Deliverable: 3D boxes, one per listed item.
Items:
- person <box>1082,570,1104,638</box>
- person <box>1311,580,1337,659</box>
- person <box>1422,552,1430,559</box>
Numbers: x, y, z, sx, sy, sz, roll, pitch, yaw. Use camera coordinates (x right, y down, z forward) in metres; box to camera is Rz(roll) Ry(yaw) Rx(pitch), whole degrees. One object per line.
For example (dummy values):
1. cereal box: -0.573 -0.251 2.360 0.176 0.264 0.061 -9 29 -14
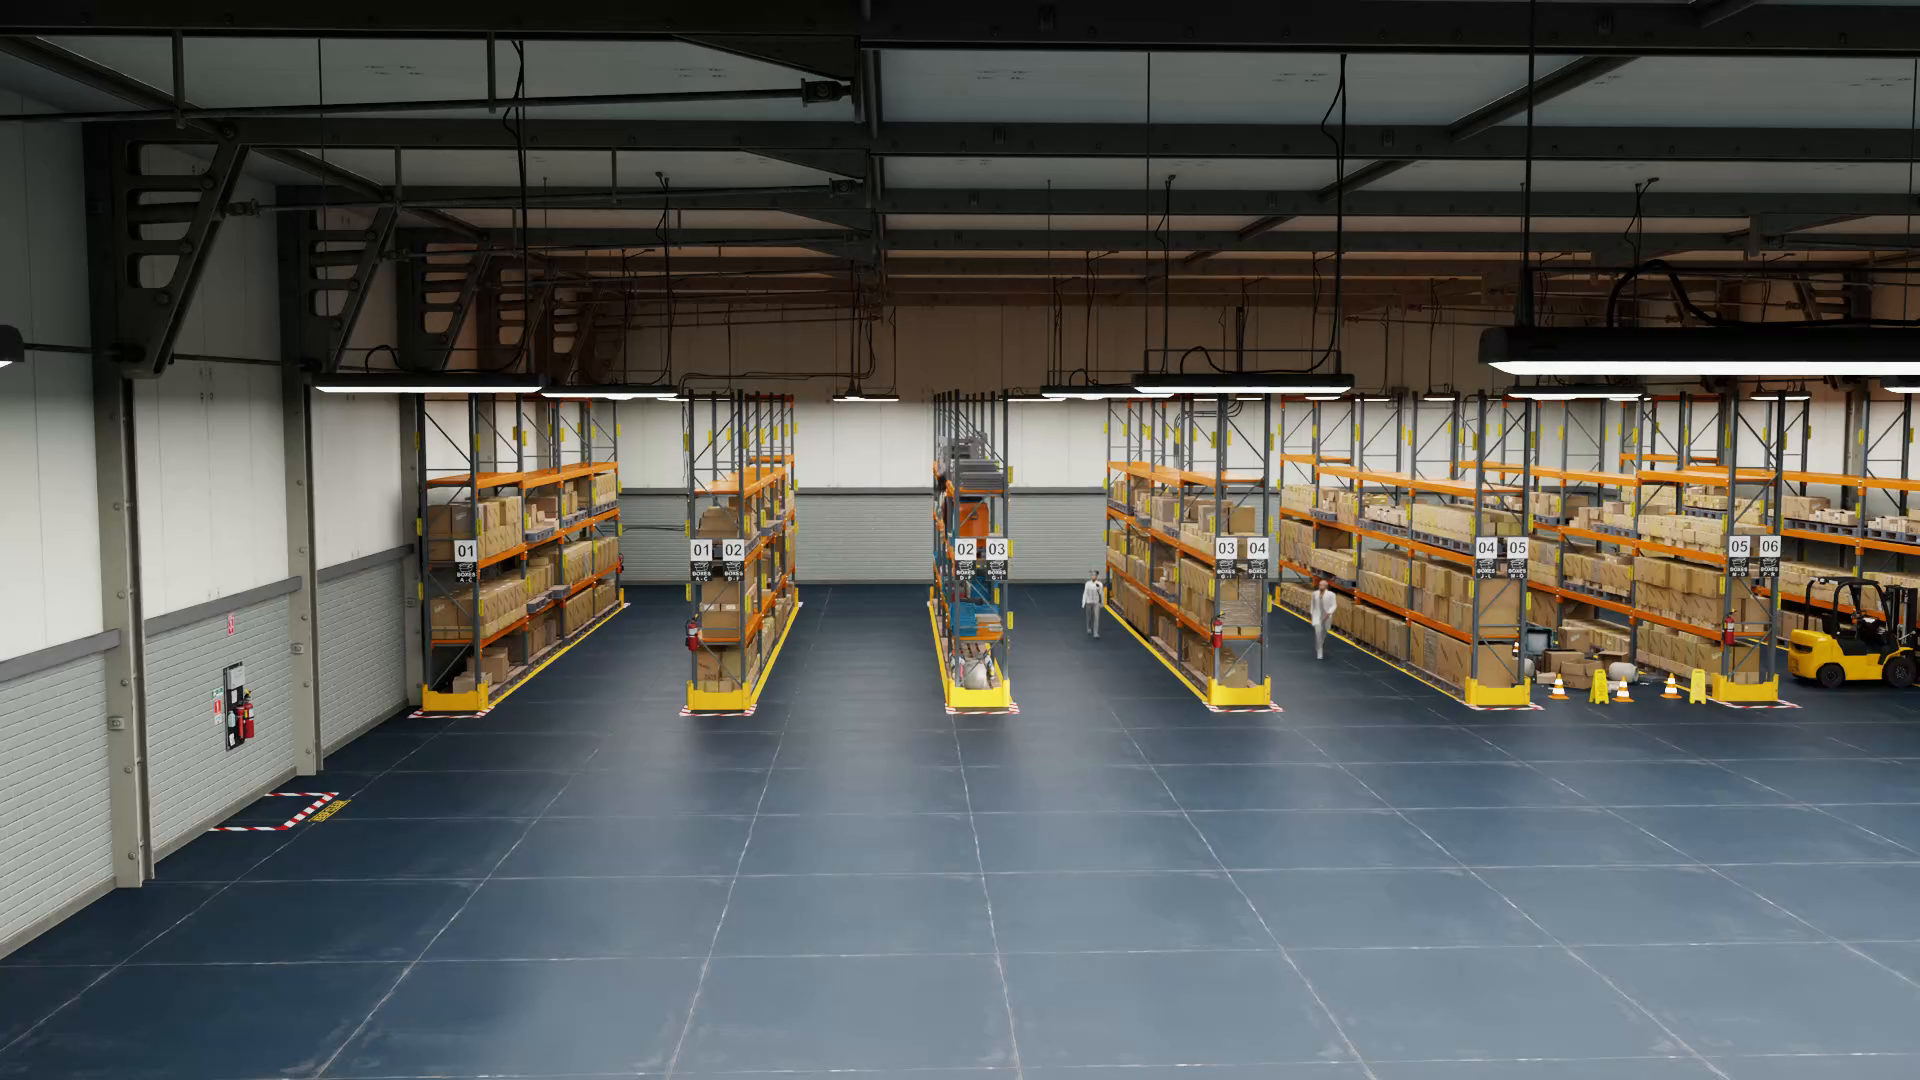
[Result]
1. person: 3.287 1.550 41.024 0.561 1.646 0.948 0 5 0
2. person: 8.257 1.810 37.844 0.547 1.814 0.931 0 5 0
3. person: 12.903 1.137 46.098 0.420 1.680 0.477 0 5 -2
